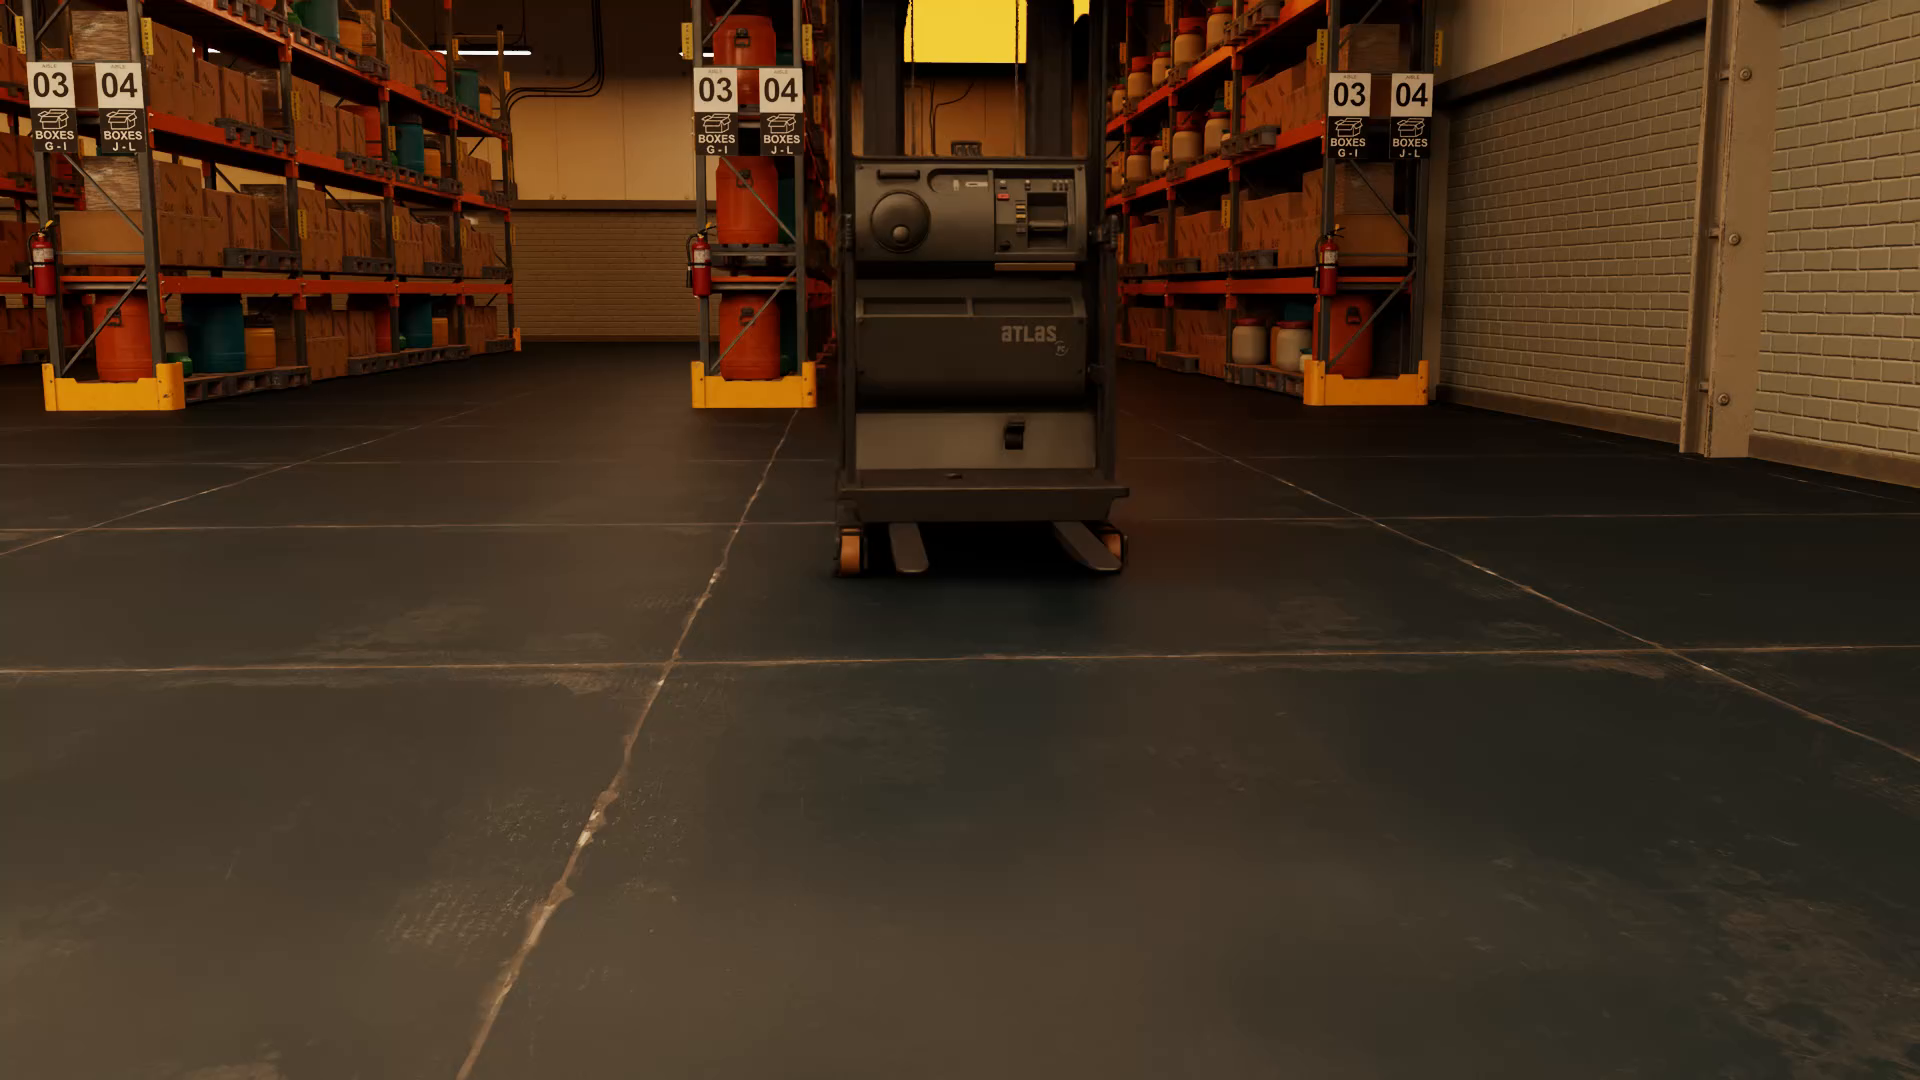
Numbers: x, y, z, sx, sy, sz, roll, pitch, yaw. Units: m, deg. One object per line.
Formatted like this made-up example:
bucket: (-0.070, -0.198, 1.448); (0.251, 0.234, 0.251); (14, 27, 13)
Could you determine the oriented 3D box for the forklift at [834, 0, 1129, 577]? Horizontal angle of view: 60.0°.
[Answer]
forklift: (0.061, -1.356, 6.466); (1.130, 2.935, 3.031); (-1, 8, -4)
